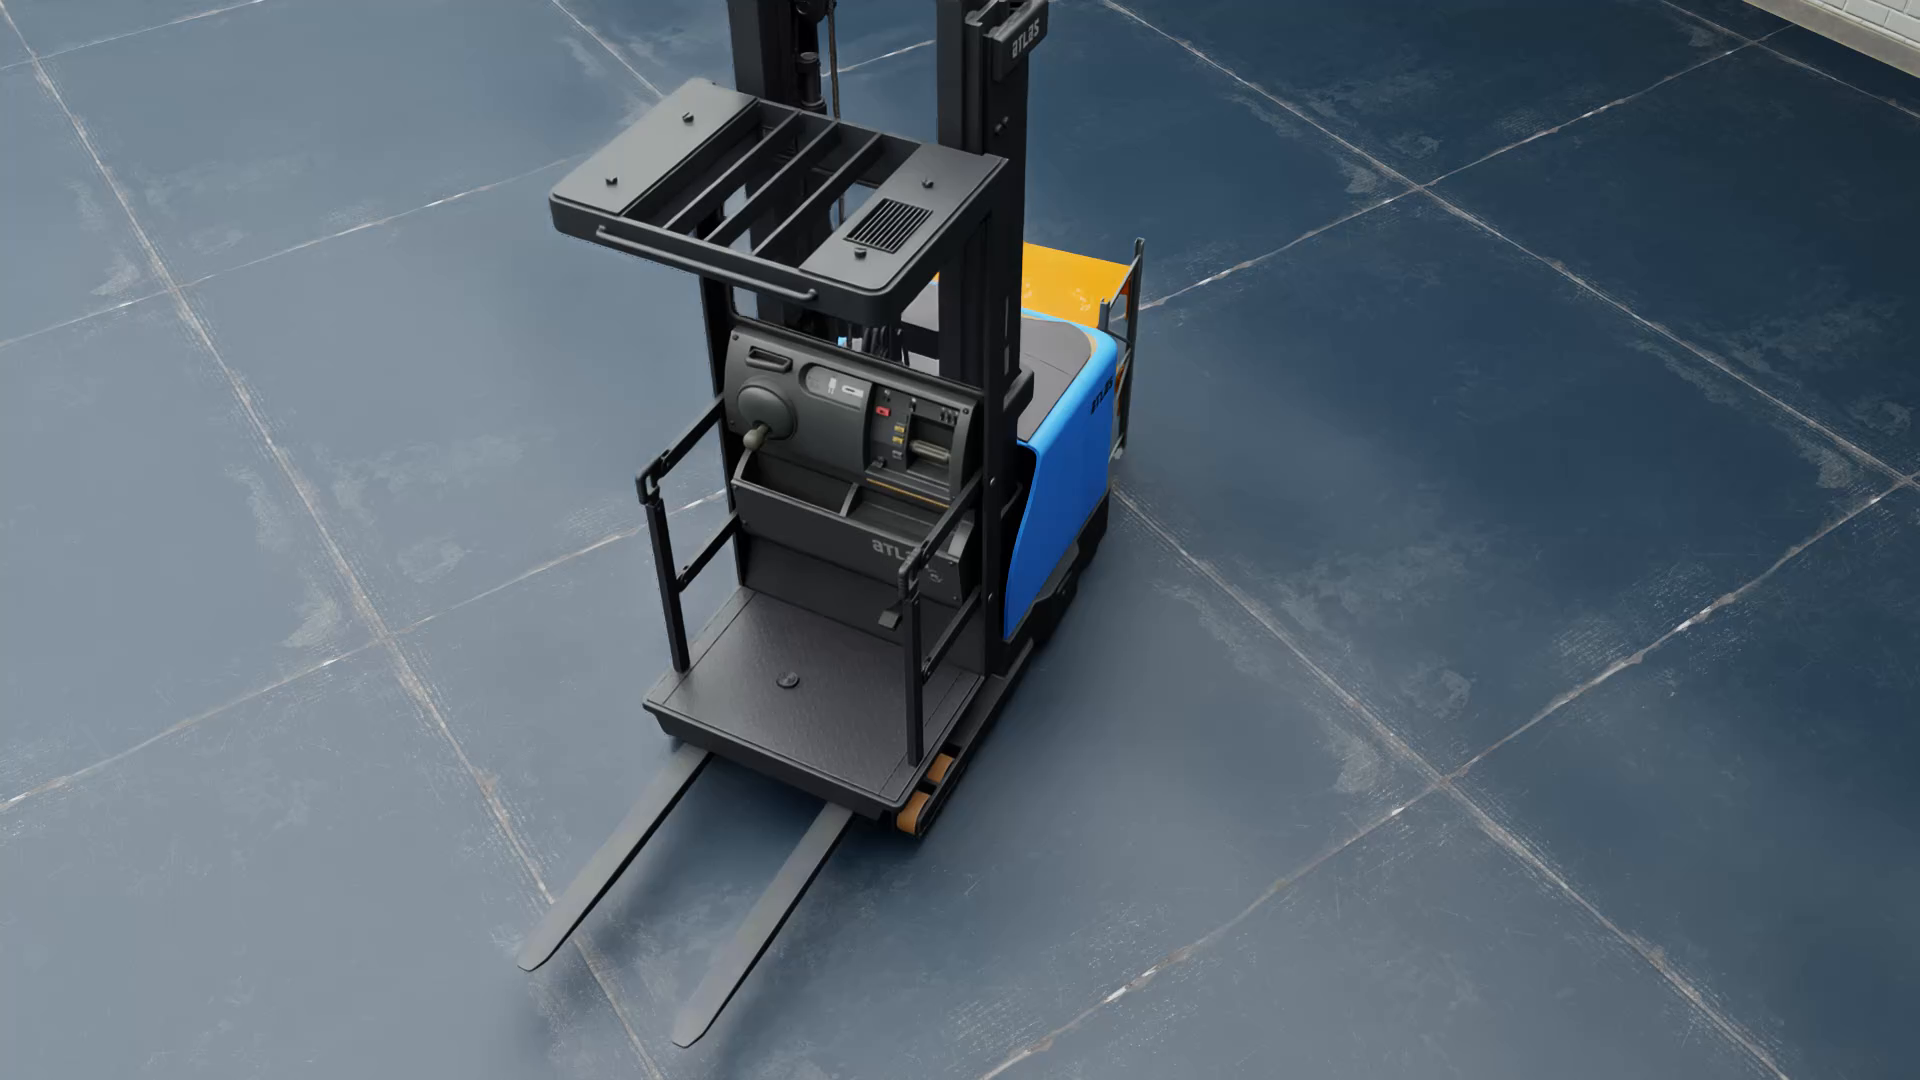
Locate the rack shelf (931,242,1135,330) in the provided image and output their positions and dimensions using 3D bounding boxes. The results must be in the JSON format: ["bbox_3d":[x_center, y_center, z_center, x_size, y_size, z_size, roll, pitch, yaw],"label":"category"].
[{"bbox_3d":[0.191,-1.035,7.087,1.000,0.278,0.538,16,46,16],"label":"rack shelf"}]

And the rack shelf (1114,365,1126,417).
[{"bbox_3d":[0.191,-0.647,7.458,1.000,0.278,0.538,16,46,16],"label":"rack shelf"}]

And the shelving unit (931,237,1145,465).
[{"bbox_3d":[0.191,-0.823,7.289,1.048,1.125,0.538,16,46,16],"label":"shelving unit"}]

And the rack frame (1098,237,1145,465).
[{"bbox_3d":[0.662,-0.692,7.151,0.032,1.125,0.500,16,46,16],"label":"rack frame"}]

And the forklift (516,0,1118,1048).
[{"bbox_3d":[-0.479,-0.334,5.468,1.130,2.935,3.031,19,47,19],"label":"forklift"}]
